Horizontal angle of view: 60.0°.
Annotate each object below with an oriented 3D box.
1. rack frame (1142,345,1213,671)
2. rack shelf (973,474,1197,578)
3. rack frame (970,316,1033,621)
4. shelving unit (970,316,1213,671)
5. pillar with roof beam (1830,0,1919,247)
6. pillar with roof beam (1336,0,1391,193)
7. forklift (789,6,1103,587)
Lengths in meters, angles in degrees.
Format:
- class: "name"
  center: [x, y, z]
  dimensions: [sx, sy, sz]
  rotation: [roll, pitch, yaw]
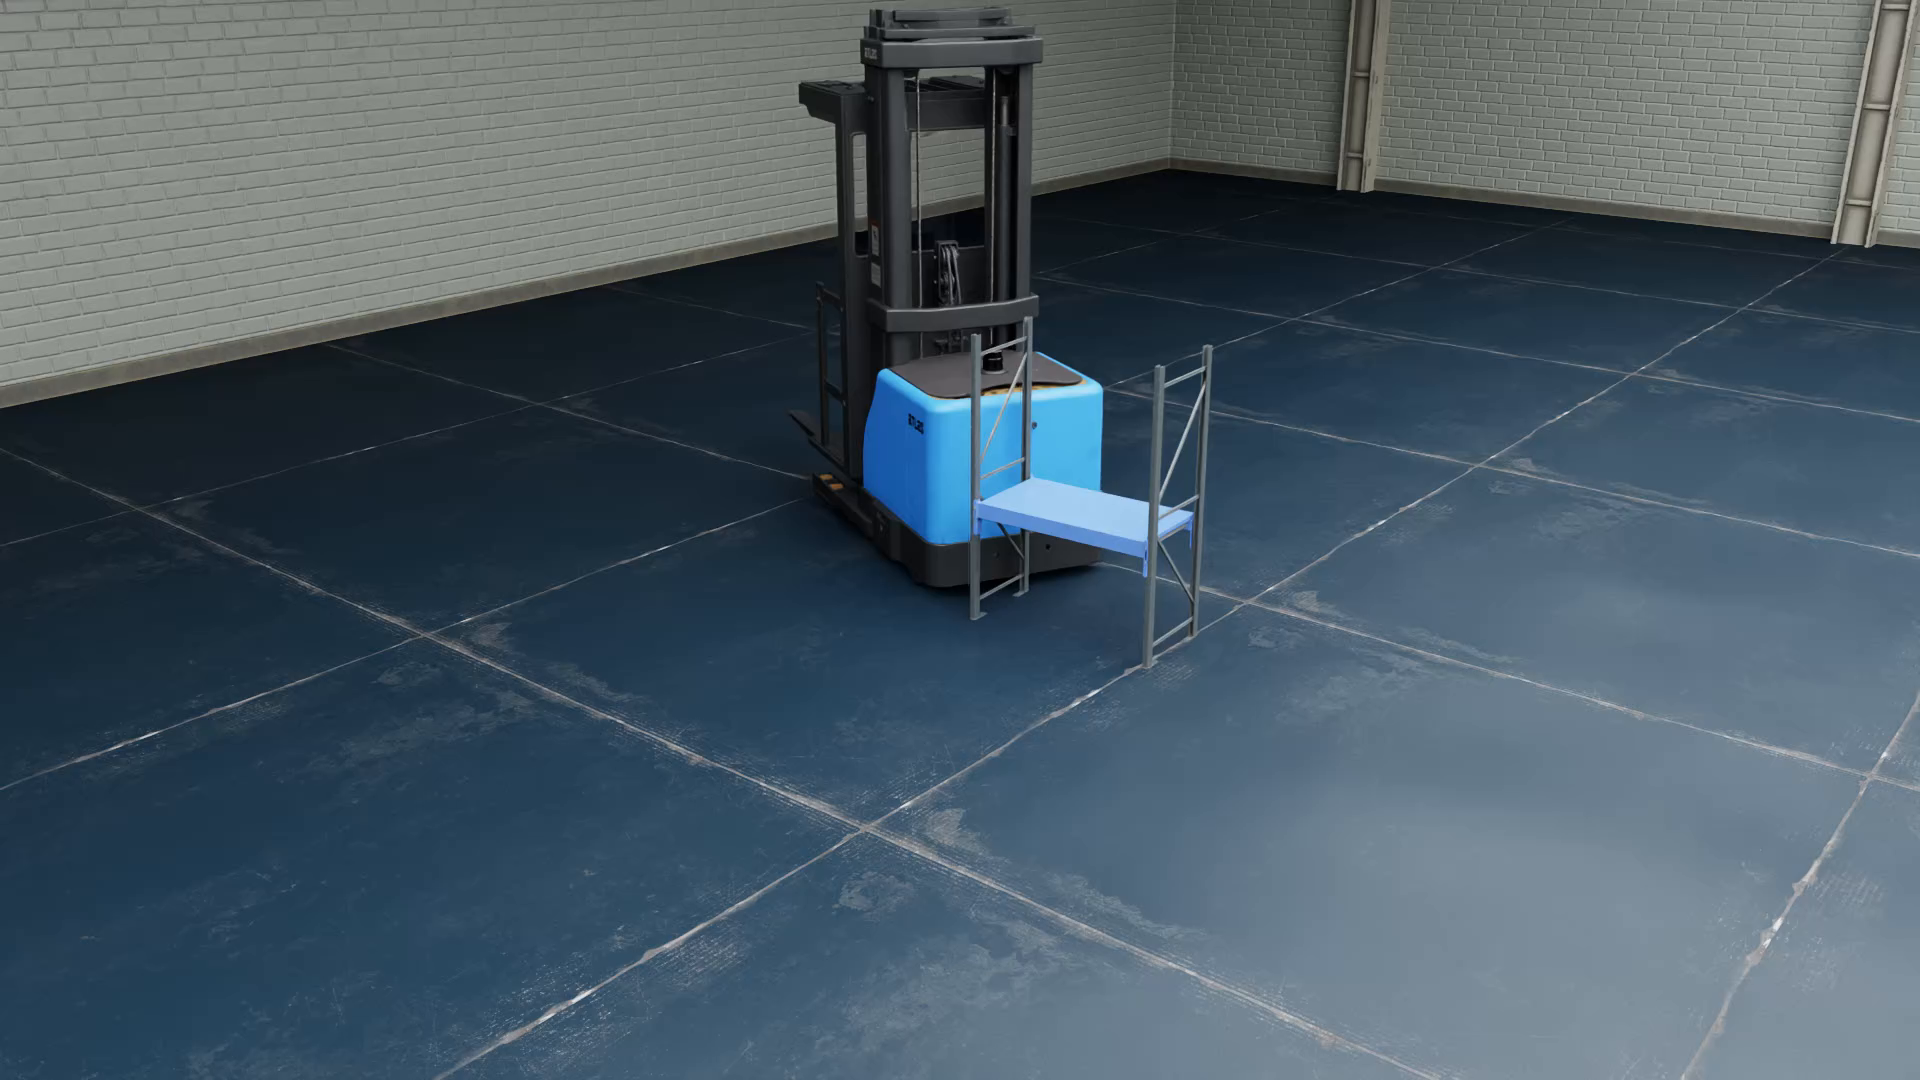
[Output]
- class: "rack frame"
  center: [1.035, -0.148, 7.936]
  dimensions: [0.032, 1.500, 0.500]
  rotation: [14, 25, 33]
- class: "rack shelf"
  center: [0.623, -0.085, 8.277]
  dimensions: [1.000, 0.185, 0.538]
  rotation: [14, 25, 33]
- class: "rack frame"
  center: [0.210, -0.358, 8.492]
  dimensions: [0.032, 1.500, 0.500]
  rotation: [14, 25, 33]
- class: "shelving unit"
  center: [0.623, -0.253, 8.214]
  dimensions: [1.048, 1.500, 0.538]
  rotation: [14, 25, 33]
- class: "pillar with roof beam"
  center: [7.133, -6.307, 13.640]
  dimensions: [0.400, 9.000, 9.100]
  rotation: [16, 26, 36]
- class: "pillar with roof beam"
  center: [2.484, -7.646, 17.190]
  dimensions: [0.400, 9.000, 9.100]
  rotation: [16, 26, 36]
- class: "forklift"
  center: [-0.265, -1.605, 9.770]
  dimensions: [1.130, 2.935, 3.031]
  rotation: [-9, 22, -22]
